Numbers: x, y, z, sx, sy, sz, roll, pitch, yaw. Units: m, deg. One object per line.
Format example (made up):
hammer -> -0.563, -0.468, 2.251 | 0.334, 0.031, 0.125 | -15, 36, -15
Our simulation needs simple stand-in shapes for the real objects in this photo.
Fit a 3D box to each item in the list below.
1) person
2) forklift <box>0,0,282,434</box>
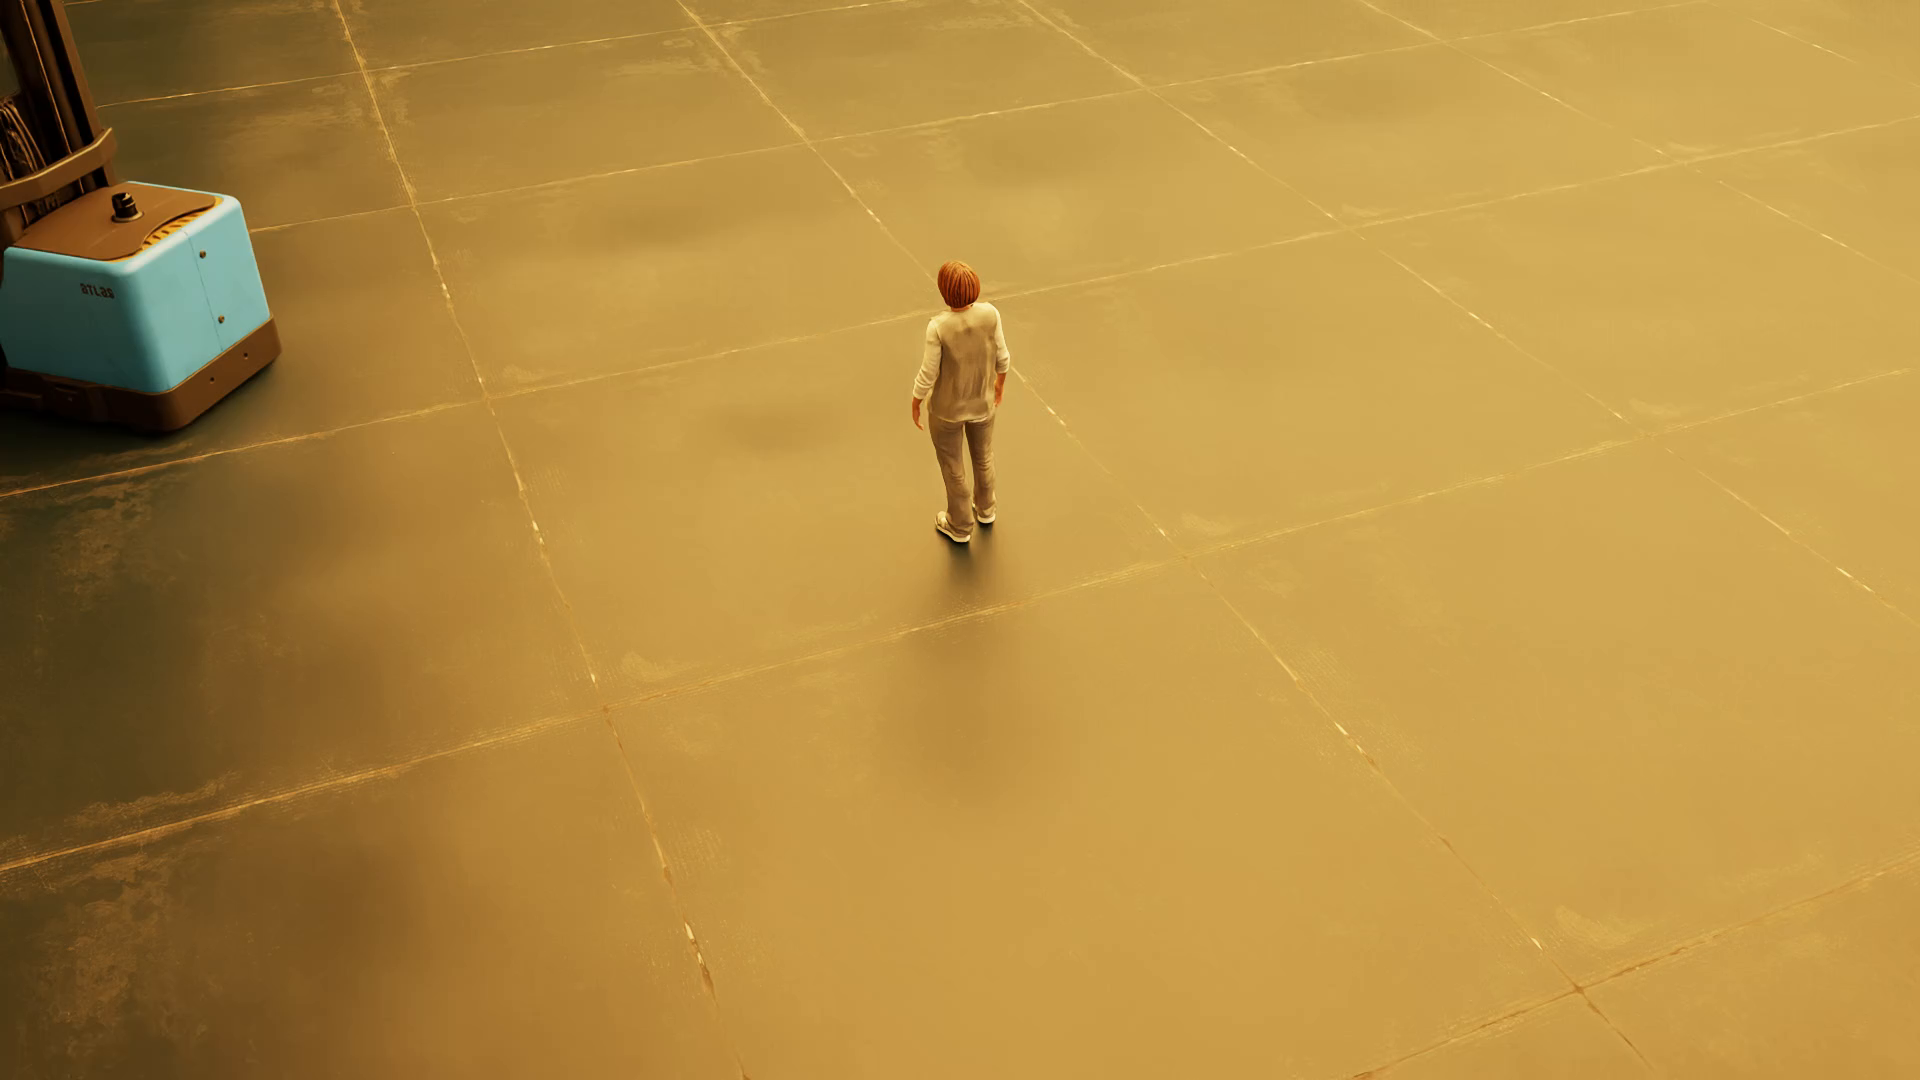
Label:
person -> -0.016, -0.700, 8.221 | 0.520, 1.599, 0.473 | -14, 38, -19
forklift -> -5.696, -2.289, 9.318 | 3.031, 2.935, 1.130 | 10, 37, 14
